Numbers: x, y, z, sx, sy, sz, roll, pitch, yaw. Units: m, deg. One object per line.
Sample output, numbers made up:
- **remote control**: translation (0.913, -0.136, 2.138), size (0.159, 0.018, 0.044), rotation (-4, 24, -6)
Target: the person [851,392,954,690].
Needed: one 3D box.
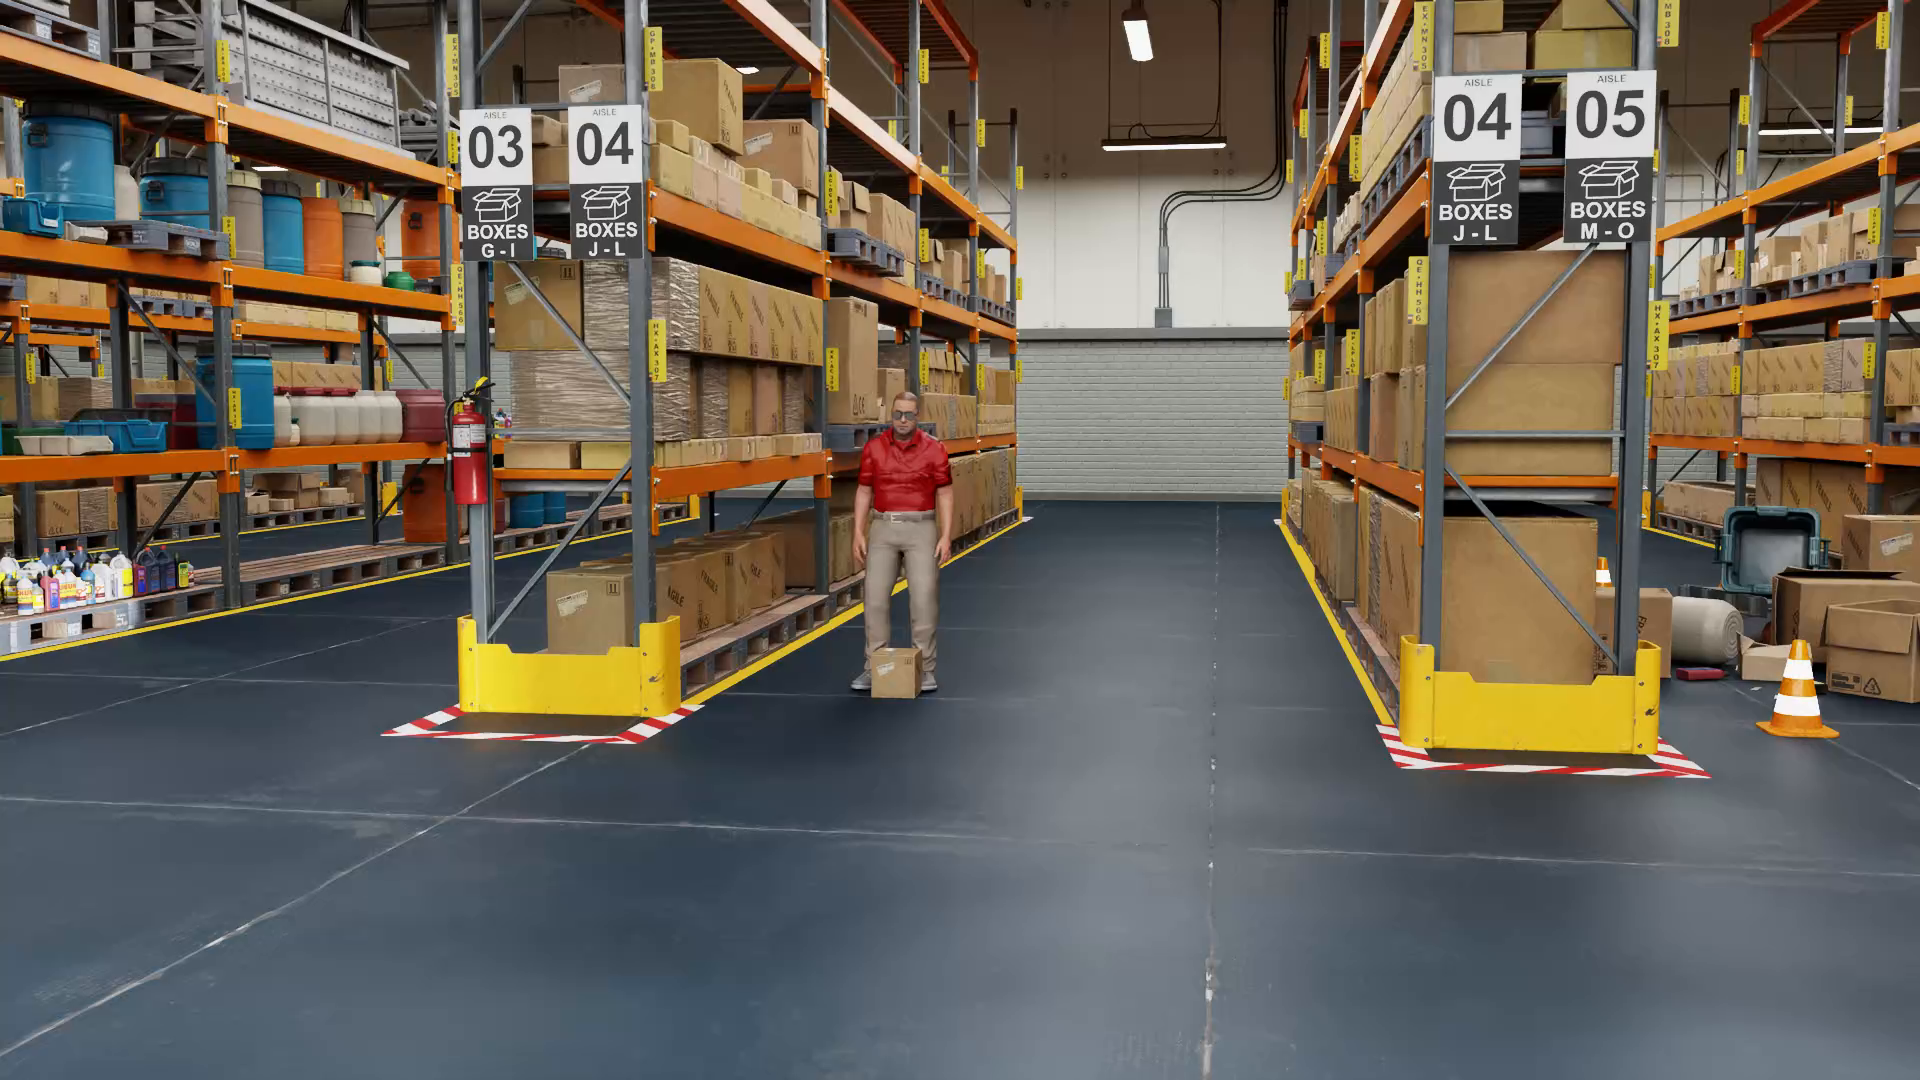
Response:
- **person**: translation (-0.333, 0.002, 9.700), size (0.588, 1.726, 0.390), rotation (0, 4, 6)
